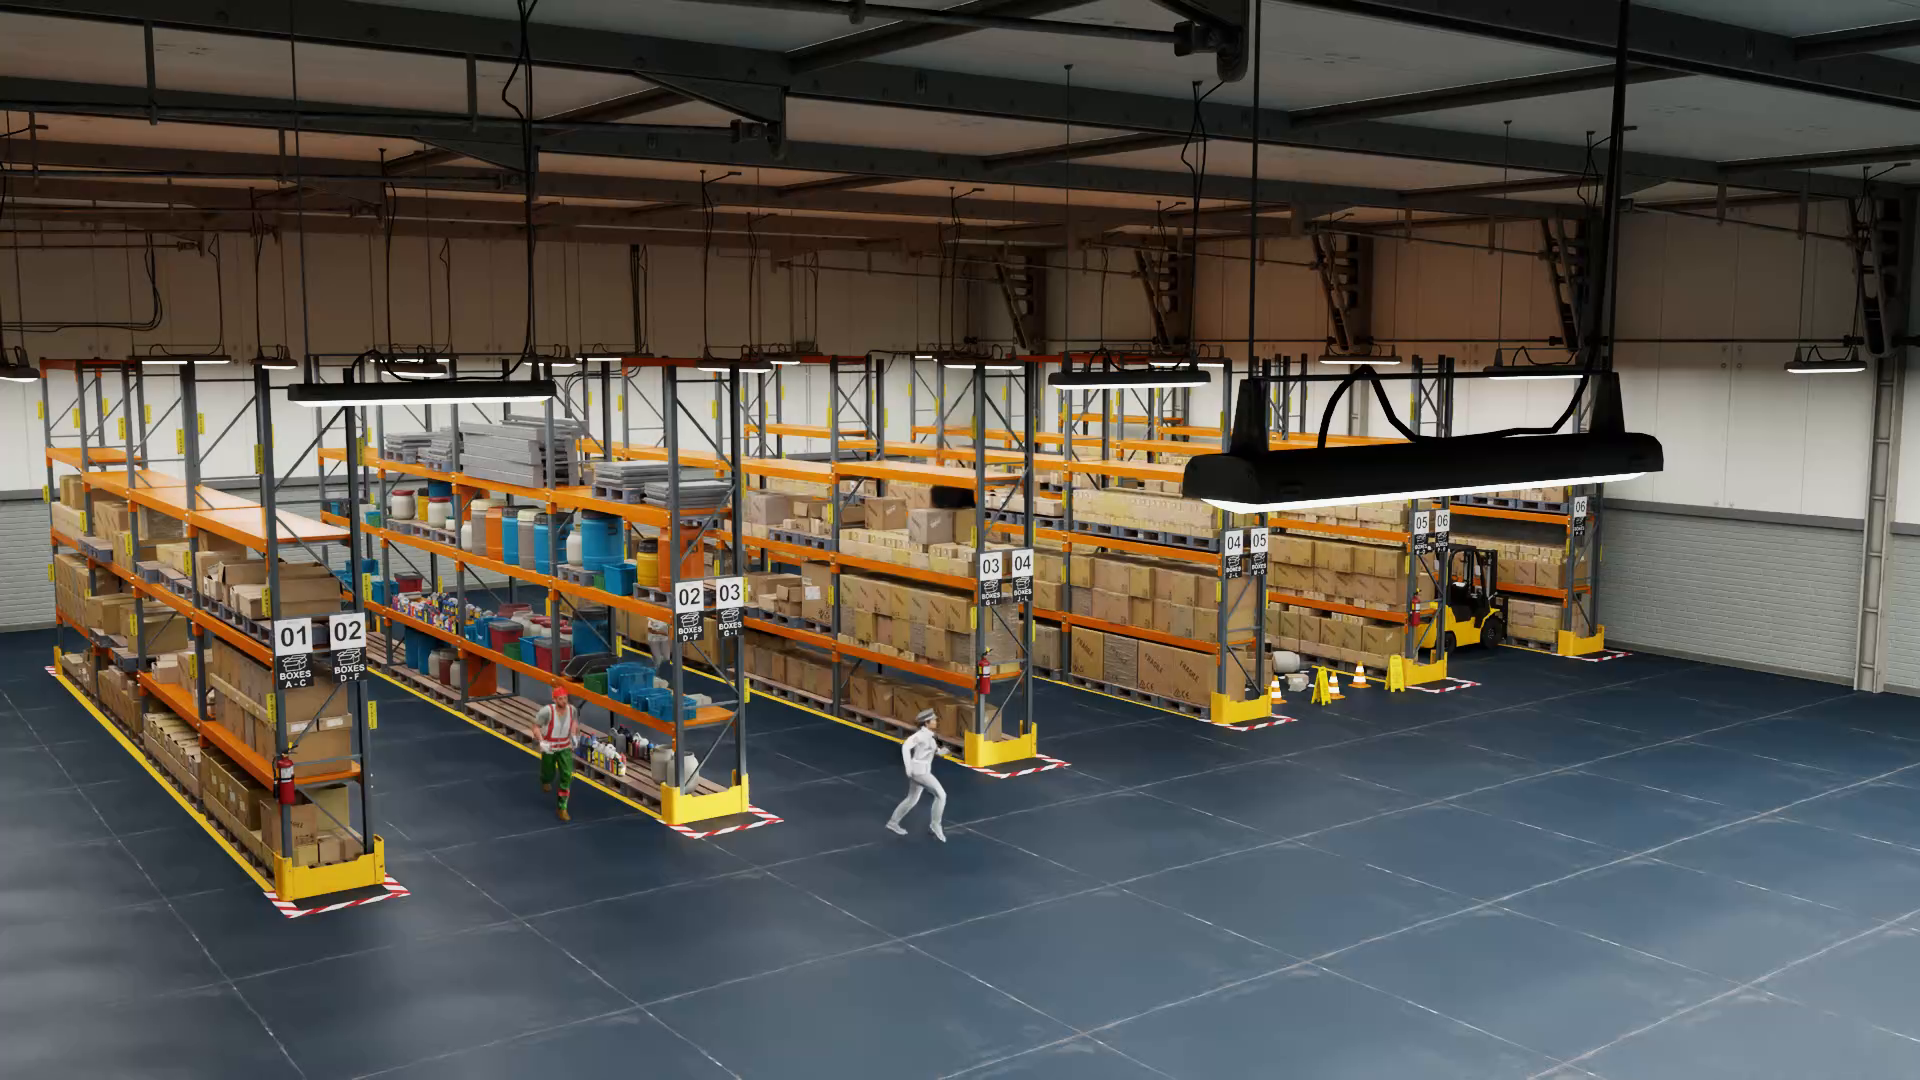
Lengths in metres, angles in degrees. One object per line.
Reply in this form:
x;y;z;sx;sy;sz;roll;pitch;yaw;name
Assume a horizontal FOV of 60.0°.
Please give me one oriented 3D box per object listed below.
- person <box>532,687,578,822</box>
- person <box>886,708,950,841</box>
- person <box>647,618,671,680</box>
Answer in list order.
-5.426;2.807;22.306;0.660;1.771;1.026;-4;8;-31;person
-0.534;2.980;21.071;0.827;1.725;0.636;0;7;2;person
-5.511;1.870;30.661;0.562;1.614;0.677;-6;9;-39;person
